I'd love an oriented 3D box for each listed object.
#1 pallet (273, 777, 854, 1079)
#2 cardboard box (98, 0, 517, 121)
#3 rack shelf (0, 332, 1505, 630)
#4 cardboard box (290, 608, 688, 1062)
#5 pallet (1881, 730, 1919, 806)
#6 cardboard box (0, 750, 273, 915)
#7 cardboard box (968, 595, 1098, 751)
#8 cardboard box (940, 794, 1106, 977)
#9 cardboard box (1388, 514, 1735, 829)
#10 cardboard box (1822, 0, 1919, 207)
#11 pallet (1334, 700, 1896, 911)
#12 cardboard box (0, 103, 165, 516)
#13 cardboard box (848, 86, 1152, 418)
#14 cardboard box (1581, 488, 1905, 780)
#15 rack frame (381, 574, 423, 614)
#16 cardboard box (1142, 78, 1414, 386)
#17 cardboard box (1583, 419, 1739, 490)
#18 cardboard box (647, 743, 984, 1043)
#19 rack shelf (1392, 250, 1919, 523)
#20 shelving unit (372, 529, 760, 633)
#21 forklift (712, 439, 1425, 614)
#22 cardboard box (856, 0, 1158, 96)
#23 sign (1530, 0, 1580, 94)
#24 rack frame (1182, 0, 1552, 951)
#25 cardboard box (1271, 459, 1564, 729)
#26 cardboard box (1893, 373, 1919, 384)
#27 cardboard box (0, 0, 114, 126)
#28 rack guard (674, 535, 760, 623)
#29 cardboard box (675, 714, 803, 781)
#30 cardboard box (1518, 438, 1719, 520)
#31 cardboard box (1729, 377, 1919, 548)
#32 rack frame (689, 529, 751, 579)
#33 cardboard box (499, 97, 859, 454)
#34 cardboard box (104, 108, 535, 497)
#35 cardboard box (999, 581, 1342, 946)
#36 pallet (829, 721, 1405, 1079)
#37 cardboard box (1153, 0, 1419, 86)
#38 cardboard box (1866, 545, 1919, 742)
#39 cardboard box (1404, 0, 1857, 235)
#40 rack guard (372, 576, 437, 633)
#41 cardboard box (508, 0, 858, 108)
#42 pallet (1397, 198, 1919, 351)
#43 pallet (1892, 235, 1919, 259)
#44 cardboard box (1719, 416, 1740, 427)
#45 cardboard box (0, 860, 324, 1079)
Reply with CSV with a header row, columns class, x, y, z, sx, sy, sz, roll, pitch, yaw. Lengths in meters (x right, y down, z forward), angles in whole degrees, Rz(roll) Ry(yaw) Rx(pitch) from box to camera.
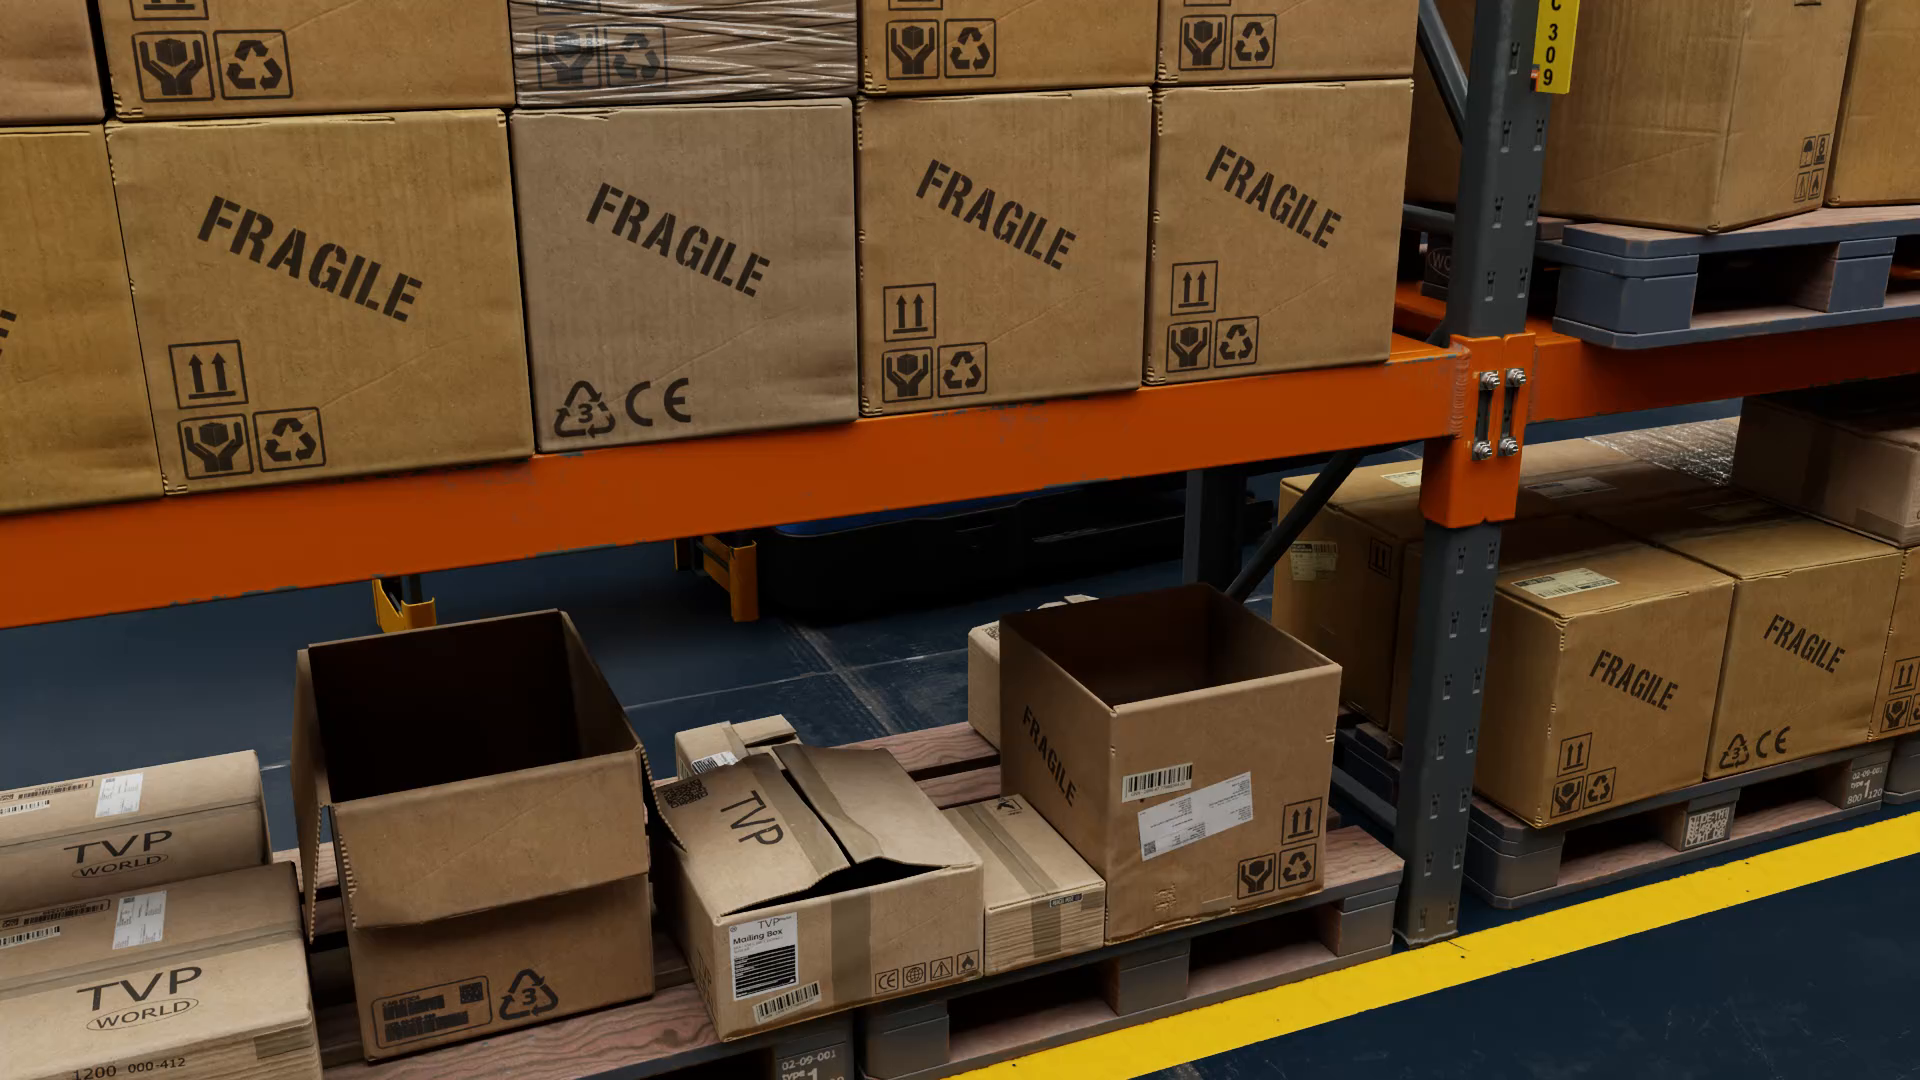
class,x,y,z,sx,sy,sz,roll,pitch,yaw
pallet,-0.936,0.866,3.246,1.213,0.211,1.003,-8,21,-22
cardboard box,-0.939,-0.875,2.333,0.500,0.500,0.500,-8,21,-22
rack shelf,-1.019,-0.099,2.870,4.000,0.370,1.077,-8,21,-22
cardboard box,-0.906,0.517,3.133,0.637,0.503,0.797,-8,21,-22
pallet,2.671,0.333,4.757,1.213,0.211,1.003,-8,21,-22
cardboard box,-1.570,0.652,3.133,0.500,0.250,0.500,-8,21,-22
cardboard box,0.346,0.348,3.902,0.500,0.311,0.500,-8,21,-22
cardboard box,0.086,0.665,3.248,0.250,0.149,0.380,-8,21,-22
cardboard box,1.358,0.281,3.810,0.500,0.500,0.500,-9,21,-24
cardboard box,1.947,-1.051,3.707,0.500,0.500,0.700,-5,20,-13
pallet,1.549,0.495,4.298,1.213,0.211,1.003,-8,21,-22
cardboard box,-1.410,-0.335,2.307,0.500,0.500,0.500,-8,21,-22
cardboard box,-0.013,-0.536,2.879,0.500,0.500,0.500,-8,21,-20
cardboard box,1.843,0.207,4.019,0.500,0.500,0.500,-8,21,-21
rack frame,-1.683,-0.373,4.825,0.032,1.500,0.500,-10,22,-27
cardboard box,0.460,-0.605,3.072,0.500,0.500,0.500,-8,21,-21
cardboard box,2.075,-0.011,4.637,0.500,0.500,0.500,-8,21,-21
cardboard box,-0.282,0.619,3.133,0.500,0.311,0.500,-8,21,-22
rack shelf,2.653,-0.625,4.365,4.000,0.370,1.077,-8,21,-22
shelving unit,-1.247,-0.454,5.053,1.083,1.500,0.587,-10,22,-27
forklift,0.545,-1.483,5.822,3.031,2.935,1.130,-11,22,-27
cardboard box,-0.014,-1.007,2.708,0.500,0.500,0.500,-9,21,-23
sign,1.039,-0.945,2.887,0.005,0.325,0.100,-8,21,-22
rack frame,0.817,-0.702,3.498,0.127,3.000,1.000,-8,21,-22
cardboard box,1.157,0.118,4.273,0.500,0.500,0.500,-8,21,-22
cardboard box,2.736,-0.271,4.247,0.500,0.250,0.500,-9,21,-23
cardboard box,-1.406,-0.807,2.143,0.500,0.500,0.500,-8,21,-21
rack guard,-0.811,0.055,5.489,0.087,0.250,0.587,-10,22,-27
cardboard box,-0.444,0.533,3.594,0.250,0.166,0.380,-8,21,-22
cardboard box,1.614,0.055,4.450,0.500,0.500,0.500,-8,21,-22
cardboard box,2.276,-0.205,4.059,0.500,0.250,0.500,-8,21,-22
rack frame,-0.794,-0.537,5.290,0.032,1.500,0.500,-10,22,-27
cardboard box,-0.484,-0.468,2.685,0.500,0.500,0.500,-8,21,-21
cardboard box,-0.951,-0.400,2.492,0.500,0.500,0.500,-8,21,-21
cardboard box,0.406,0.431,3.381,0.500,0.500,0.500,-8,21,-22
pallet,0.186,0.704,3.705,1.213,0.211,1.003,-8,21,-22
cardboard box,0.455,-1.075,2.902,0.500,0.500,0.500,-8,21,-22
cardboard box,2.305,0.144,4.199,0.500,0.500,0.500,-8,21,-21
cardboard box,1.341,-0.941,3.395,0.500,0.500,0.700,-17,26,-40
rack guard,-1.682,0.216,5.033,0.087,0.250,0.587,-10,22,-27
cardboard box,-0.477,-0.940,2.520,0.500,0.500,0.500,-8,21,-21
pallet,1.594,-0.683,3.734,1.213,0.211,1.003,-8,21,-22
pallet,2.706,-0.880,4.294,1.213,0.211,1.003,-8,21,-22
cardboard box,2.541,-0.078,4.829,0.500,0.500,0.500,-9,21,-24
cardboard box,-1.326,0.798,2.718,0.500,0.250,0.500,-8,21,-22
